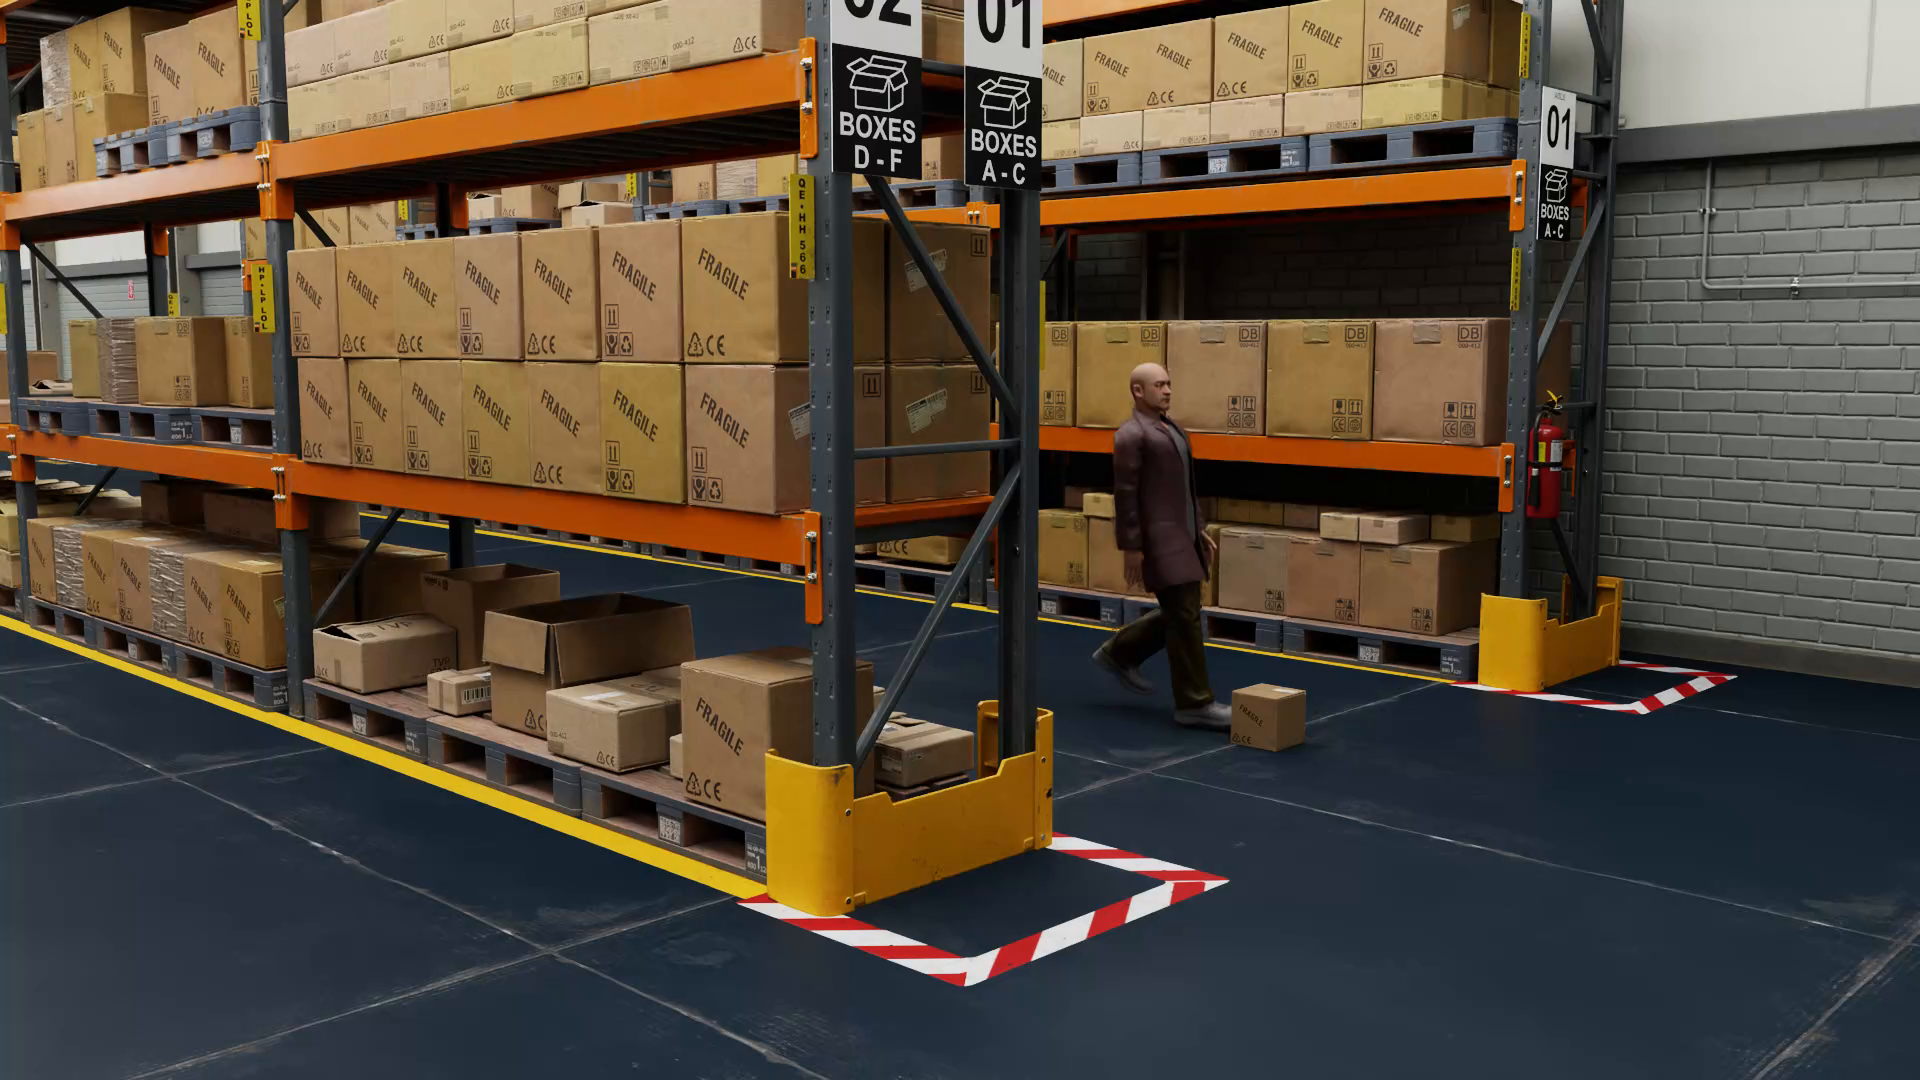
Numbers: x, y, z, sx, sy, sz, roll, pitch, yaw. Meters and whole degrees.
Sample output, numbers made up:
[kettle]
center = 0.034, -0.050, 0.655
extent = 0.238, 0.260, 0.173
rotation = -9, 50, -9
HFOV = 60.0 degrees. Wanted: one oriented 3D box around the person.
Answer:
[person]
center = 1.030, 0.004, 8.211
extent = 0.918, 1.750, 0.581
rotation = 4, 8, 28
